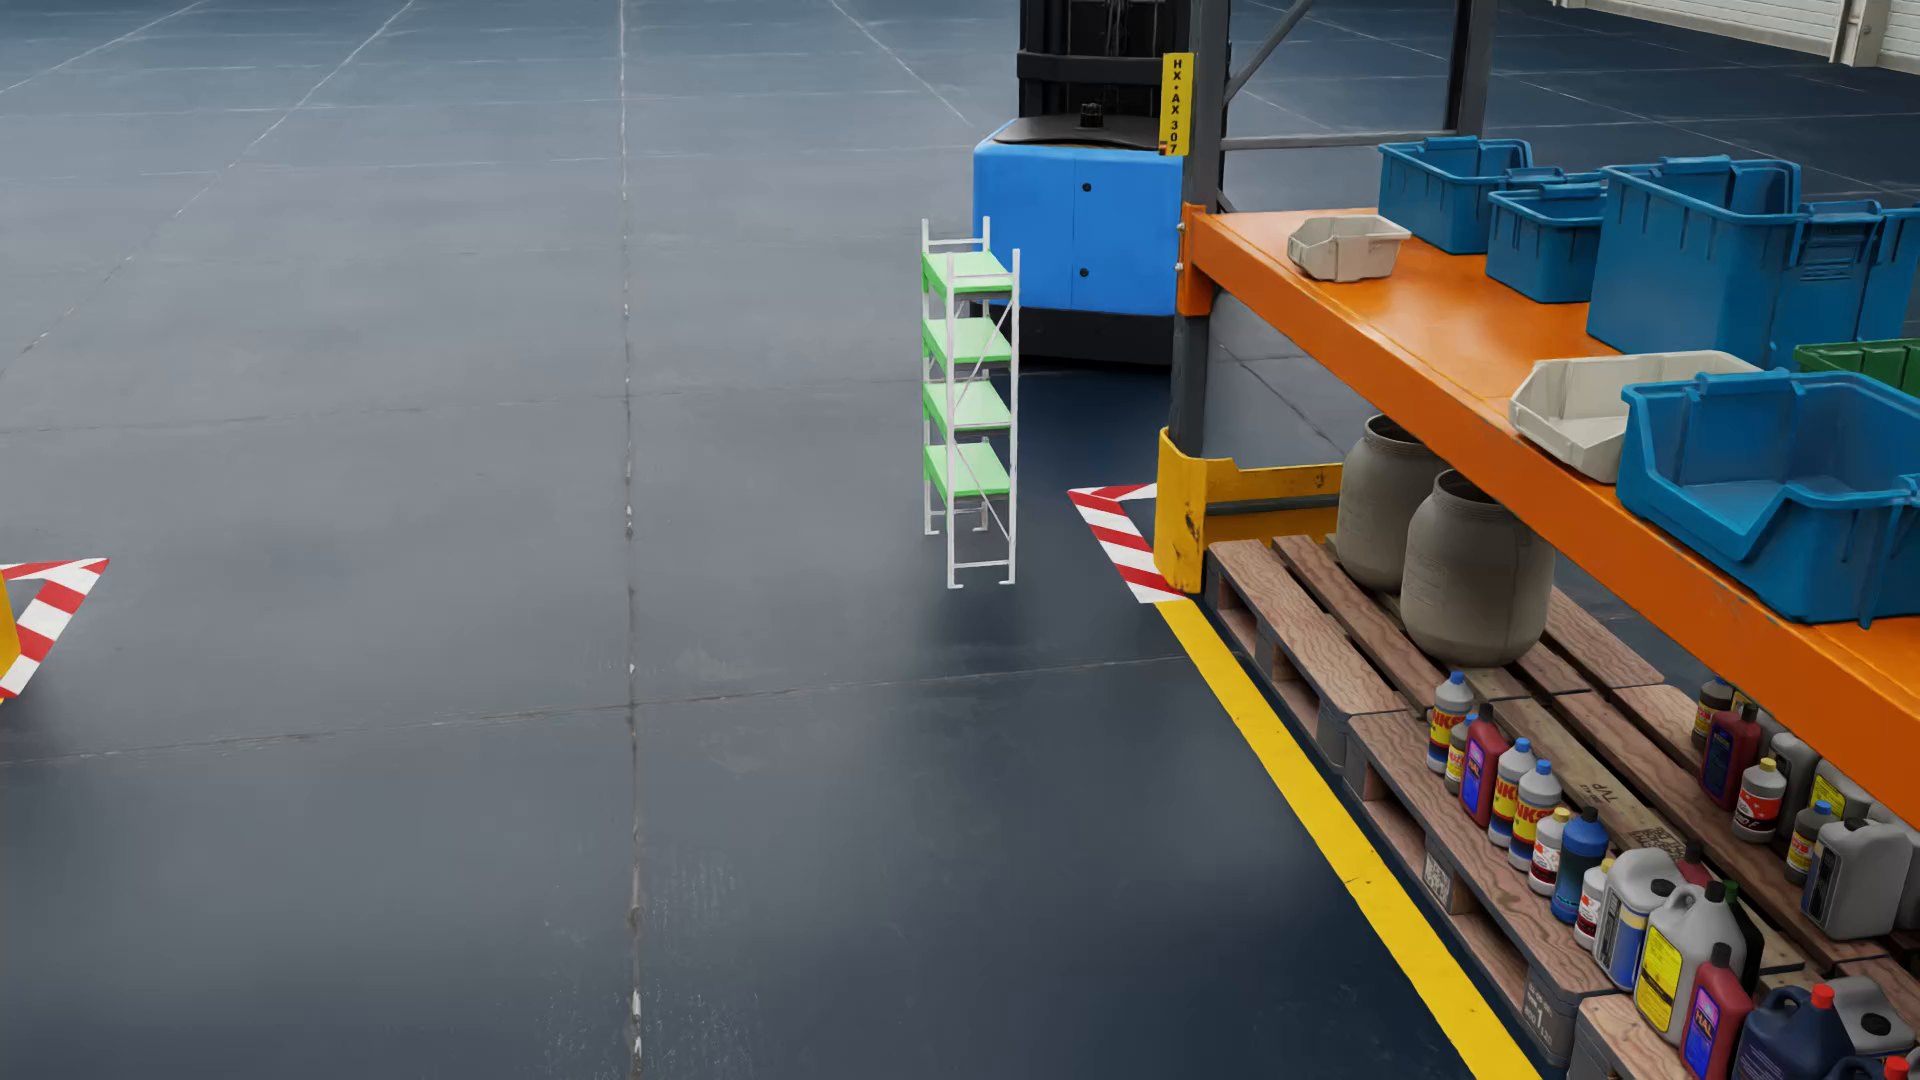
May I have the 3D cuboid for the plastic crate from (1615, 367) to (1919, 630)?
[{"bbox_3d":[1.509,-0.094,2.903,0.499,0.251,0.616,-4,24,-10],"label":"plastic crate"}]

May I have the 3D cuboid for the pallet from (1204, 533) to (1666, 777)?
[{"bbox_3d":[1.446,0.304,5.290,1.003,0.211,1.213,-4,24,-10],"label":"pallet"}]

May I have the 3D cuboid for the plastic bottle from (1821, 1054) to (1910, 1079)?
[{"bbox_3d":[1.578,1.033,2.896,0.144,0.351,0.185,-5,24,-11],"label":"plastic bottle"}]

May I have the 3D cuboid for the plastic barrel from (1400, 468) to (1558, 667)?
[{"bbox_3d":[1.530,0.078,4.908,0.421,0.512,0.421,0,24,0],"label":"plastic barrel"}]

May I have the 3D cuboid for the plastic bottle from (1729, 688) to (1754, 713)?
[{"bbox_3d":[2.050,0.457,4.299,0.061,0.283,0.133,-4,24,-8],"label":"plastic bottle"}]

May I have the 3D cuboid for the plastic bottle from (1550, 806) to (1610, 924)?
[{"bbox_3d":[1.389,0.718,3.716,0.097,0.271,0.097,0,24,0],"label":"plastic bottle"}]

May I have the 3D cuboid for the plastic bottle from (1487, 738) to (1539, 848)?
[{"bbox_3d":[1.333,0.599,3.989,0.097,0.271,0.097,0,24,0],"label":"plastic bottle"}]

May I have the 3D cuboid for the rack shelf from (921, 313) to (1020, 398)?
[{"bbox_3d":[0.031,-0.646,5.790,0.258,0.148,0.480,-4,24,-10],"label":"rack shelf"}]

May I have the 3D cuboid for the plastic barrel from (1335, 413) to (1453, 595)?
[{"bbox_3d":[1.437,-0.119,5.359,0.421,0.512,0.421,0,24,0],"label":"plastic barrel"}]

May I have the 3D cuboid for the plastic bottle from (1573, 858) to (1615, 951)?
[{"bbox_3d":[1.408,0.791,3.638,0.097,0.201,0.097,0,24,0],"label":"plastic bottle"}]

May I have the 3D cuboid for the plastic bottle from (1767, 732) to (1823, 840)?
[{"bbox_3d":[2.056,0.572,4.046,0.152,0.276,0.135,-5,24,-11],"label":"plastic bottle"}]

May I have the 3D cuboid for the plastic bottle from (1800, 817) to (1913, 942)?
[{"bbox_3d":[1.984,0.731,3.682,0.152,0.276,0.135,-4,24,-10],"label":"plastic bottle"}]

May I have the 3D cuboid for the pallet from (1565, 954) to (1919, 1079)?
[{"bbox_3d":[1.897,1.264,3.093,1.003,0.211,1.213,-4,24,-10],"label":"pallet"}]

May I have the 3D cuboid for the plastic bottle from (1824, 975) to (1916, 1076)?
[{"bbox_3d":[1.683,0.971,3.132,0.152,0.276,0.135,-4,24,-10],"label":"plastic bottle"}]

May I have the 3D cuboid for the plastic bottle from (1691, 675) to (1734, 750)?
[{"bbox_3d":[2.011,0.450,4.418,0.097,0.201,0.097,0,24,0],"label":"plastic bottle"}]

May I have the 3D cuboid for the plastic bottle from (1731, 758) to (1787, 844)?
[{"bbox_3d":[1.937,0.623,4.023,0.097,0.201,0.097,0,24,0],"label":"plastic bottle"}]

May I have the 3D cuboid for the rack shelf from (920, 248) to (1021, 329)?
[{"bbox_3d":[0.031,-0.866,5.694,0.258,0.148,0.480,-4,24,-10],"label":"rack shelf"}]

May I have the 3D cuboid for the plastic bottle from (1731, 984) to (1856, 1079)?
[{"bbox_3d":[1.542,0.958,3.069,0.144,0.351,0.185,-6,24,-12],"label":"plastic bottle"}]

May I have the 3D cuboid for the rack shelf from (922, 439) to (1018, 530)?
[{"bbox_3d":[0.031,-0.206,5.982,0.258,0.148,0.480,-4,24,-10],"label":"rack shelf"}]

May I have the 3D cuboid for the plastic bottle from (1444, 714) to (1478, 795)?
[{"bbox_3d":[1.289,0.537,4.218,0.097,0.201,0.097,0,24,0],"label":"plastic bottle"}]

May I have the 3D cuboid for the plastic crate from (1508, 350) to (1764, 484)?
[{"bbox_3d":[1.431,-0.246,3.395,0.530,0.136,0.437,-4,24,-10],"label":"plastic crate"}]

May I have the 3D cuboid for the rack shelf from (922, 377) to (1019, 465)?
[{"bbox_3d":[0.031,-0.426,5.886,0.258,0.148,0.480,-4,24,-10],"label":"rack shelf"}]

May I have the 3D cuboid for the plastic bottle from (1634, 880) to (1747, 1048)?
[{"bbox_3d":[1.483,0.831,3.360,0.144,0.351,0.185,-4,24,-10],"label":"plastic bottle"}]

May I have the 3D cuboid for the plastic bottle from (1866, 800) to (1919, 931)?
[{"bbox_3d":[2.125,0.676,3.715,0.144,0.351,0.185,-4,24,-10],"label":"plastic bottle"}]

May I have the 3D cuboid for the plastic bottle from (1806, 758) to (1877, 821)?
[{"bbox_3d":[2.091,0.603,3.883,0.144,0.351,0.185,-3,24,-8],"label":"plastic bottle"}]

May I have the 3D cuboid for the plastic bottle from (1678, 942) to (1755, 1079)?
[{"bbox_3d":[1.471,0.928,3.222,0.061,0.283,0.133,-3,24,-6],"label":"plastic bottle"}]

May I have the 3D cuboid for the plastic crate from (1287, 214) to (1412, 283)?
[{"bbox_3d":[1.090,-0.824,4.718,0.298,0.136,0.250,-4,24,-10],"label":"plastic crate"}]

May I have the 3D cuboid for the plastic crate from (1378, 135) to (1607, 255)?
[{"bbox_3d":[1.627,-1.077,5.155,0.499,0.251,0.616,-4,24,-10],"label":"plastic crate"}]

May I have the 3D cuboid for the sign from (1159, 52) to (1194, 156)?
[{"bbox_3d":[0.699,-1.408,5.381,0.100,0.325,0.005,-4,24,-10],"label":"sign"}]

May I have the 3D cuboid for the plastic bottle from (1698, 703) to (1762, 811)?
[{"bbox_3d":[1.926,0.522,4.151,0.061,0.283,0.133,-4,24,-10],"label":"plastic bottle"}]

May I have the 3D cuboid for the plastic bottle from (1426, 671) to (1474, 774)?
[{"bbox_3d":[1.269,0.465,4.298,0.097,0.271,0.097,0,24,0],"label":"plastic bottle"}]

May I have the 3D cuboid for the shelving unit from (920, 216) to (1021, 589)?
[{"bbox_3d":[0.031,-0.485,5.861,0.258,1.200,0.503,-4,24,-10],"label":"shelving unit"}]

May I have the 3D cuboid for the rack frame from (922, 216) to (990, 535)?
[{"bbox_3d":[-0.015,-0.581,6.081,0.240,1.200,0.015,-4,24,-10],"label":"rack frame"}]

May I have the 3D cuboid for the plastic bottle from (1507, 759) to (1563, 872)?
[{"bbox_3d":[1.351,0.639,3.899,0.097,0.271,0.097,0,24,0],"label":"plastic bottle"}]

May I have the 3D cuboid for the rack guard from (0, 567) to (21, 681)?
[{"bbox_3d":[-3.613,0.222,5.118,1.175,0.500,0.348,-4,24,-10],"label":"rack guard"}]

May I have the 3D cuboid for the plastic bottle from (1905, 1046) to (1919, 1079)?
[{"bbox_3d":[1.719,1.023,2.921,0.144,0.351,0.185,-4,24,-10],"label":"plastic bottle"}]

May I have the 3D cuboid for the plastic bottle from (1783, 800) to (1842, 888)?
[{"bbox_3d":[1.980,0.697,3.853,0.097,0.201,0.097,0,24,0],"label":"plastic bottle"}]

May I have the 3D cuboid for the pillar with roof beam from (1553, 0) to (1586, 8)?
[{"bbox_3d":[4.397,-11.353,21.001,9.100,9.000,0.400,-4,24,-10],"label":"pillar with roof beam"}]

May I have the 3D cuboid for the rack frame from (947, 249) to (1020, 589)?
[{"bbox_3d":[0.076,-0.389,5.641,0.240,1.200,0.015,-4,24,-10],"label":"rack frame"}]

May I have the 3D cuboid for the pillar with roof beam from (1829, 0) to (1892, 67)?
[{"bbox_3d":[5.506,-8.993,15.597,9.100,9.000,0.400,-4,24,-10],"label":"pillar with roof beam"}]

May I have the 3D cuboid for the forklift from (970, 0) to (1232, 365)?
[{"bbox_3d":[0.915,-2.748,8.880,1.130,2.935,3.031,6,24,13],"label":"forklift"}]

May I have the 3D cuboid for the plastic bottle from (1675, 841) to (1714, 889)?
[{"bbox_3d":[1.561,0.789,3.539,0.061,0.283,0.133,-4,24,-10],"label":"plastic bottle"}]

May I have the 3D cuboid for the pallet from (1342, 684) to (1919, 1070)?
[{"bbox_3d":[1.668,0.783,4.194,1.003,0.211,1.213,-4,24,-10],"label":"pallet"}]

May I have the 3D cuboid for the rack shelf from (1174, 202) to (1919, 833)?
[{"bbox_3d":[1.610,-0.204,3.868,1.077,0.370,4.000,-4,24,-10],"label":"rack shelf"}]

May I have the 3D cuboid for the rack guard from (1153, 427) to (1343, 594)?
[{"bbox_3d":[1.301,-0.148,5.965,1.175,0.500,0.348,-4,24,-10],"label":"rack guard"}]

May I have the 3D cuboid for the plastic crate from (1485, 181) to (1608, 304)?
[{"bbox_3d":[1.742,-0.822,4.569,0.499,0.251,0.408,-4,24,-10],"label":"plastic crate"}]

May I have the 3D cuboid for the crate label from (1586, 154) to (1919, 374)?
[{"bbox_3d":[1.847,-0.633,3.906,0.502,0.435,0.616,-4,24,-10],"label":"crate label"}]

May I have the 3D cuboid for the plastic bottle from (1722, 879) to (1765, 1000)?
[{"bbox_3d":[1.579,0.844,3.414,0.061,0.283,0.133,-4,24,-10],"label":"plastic bottle"}]

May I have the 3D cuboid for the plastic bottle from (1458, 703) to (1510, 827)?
[{"bbox_3d":[1.293,0.550,4.088,0.061,0.283,0.133,-4,24,-9],"label":"plastic bottle"}]

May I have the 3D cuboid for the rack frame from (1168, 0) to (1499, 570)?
[{"bbox_3d":[1.240,-1.320,5.525,1.000,3.000,0.127,-4,24,-10],"label":"rack frame"}]

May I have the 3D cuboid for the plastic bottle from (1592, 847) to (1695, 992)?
[{"bbox_3d":[1.456,0.801,3.522,0.152,0.276,0.135,-4,24,-9],"label":"plastic bottle"}]

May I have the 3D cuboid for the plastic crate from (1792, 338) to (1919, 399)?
[{"bbox_3d":[2.006,-0.205,3.236,0.450,0.188,0.662,-4,24,-10],"label":"plastic crate"}]

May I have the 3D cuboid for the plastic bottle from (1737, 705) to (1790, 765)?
[{"bbox_3d":[2.031,0.517,4.171,0.152,0.276,0.135,-4,24,-9],"label":"plastic bottle"}]

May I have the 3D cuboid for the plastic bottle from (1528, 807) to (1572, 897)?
[{"bbox_3d":[1.370,0.710,3.824,0.097,0.201,0.097,0,24,0],"label":"plastic bottle"}]
